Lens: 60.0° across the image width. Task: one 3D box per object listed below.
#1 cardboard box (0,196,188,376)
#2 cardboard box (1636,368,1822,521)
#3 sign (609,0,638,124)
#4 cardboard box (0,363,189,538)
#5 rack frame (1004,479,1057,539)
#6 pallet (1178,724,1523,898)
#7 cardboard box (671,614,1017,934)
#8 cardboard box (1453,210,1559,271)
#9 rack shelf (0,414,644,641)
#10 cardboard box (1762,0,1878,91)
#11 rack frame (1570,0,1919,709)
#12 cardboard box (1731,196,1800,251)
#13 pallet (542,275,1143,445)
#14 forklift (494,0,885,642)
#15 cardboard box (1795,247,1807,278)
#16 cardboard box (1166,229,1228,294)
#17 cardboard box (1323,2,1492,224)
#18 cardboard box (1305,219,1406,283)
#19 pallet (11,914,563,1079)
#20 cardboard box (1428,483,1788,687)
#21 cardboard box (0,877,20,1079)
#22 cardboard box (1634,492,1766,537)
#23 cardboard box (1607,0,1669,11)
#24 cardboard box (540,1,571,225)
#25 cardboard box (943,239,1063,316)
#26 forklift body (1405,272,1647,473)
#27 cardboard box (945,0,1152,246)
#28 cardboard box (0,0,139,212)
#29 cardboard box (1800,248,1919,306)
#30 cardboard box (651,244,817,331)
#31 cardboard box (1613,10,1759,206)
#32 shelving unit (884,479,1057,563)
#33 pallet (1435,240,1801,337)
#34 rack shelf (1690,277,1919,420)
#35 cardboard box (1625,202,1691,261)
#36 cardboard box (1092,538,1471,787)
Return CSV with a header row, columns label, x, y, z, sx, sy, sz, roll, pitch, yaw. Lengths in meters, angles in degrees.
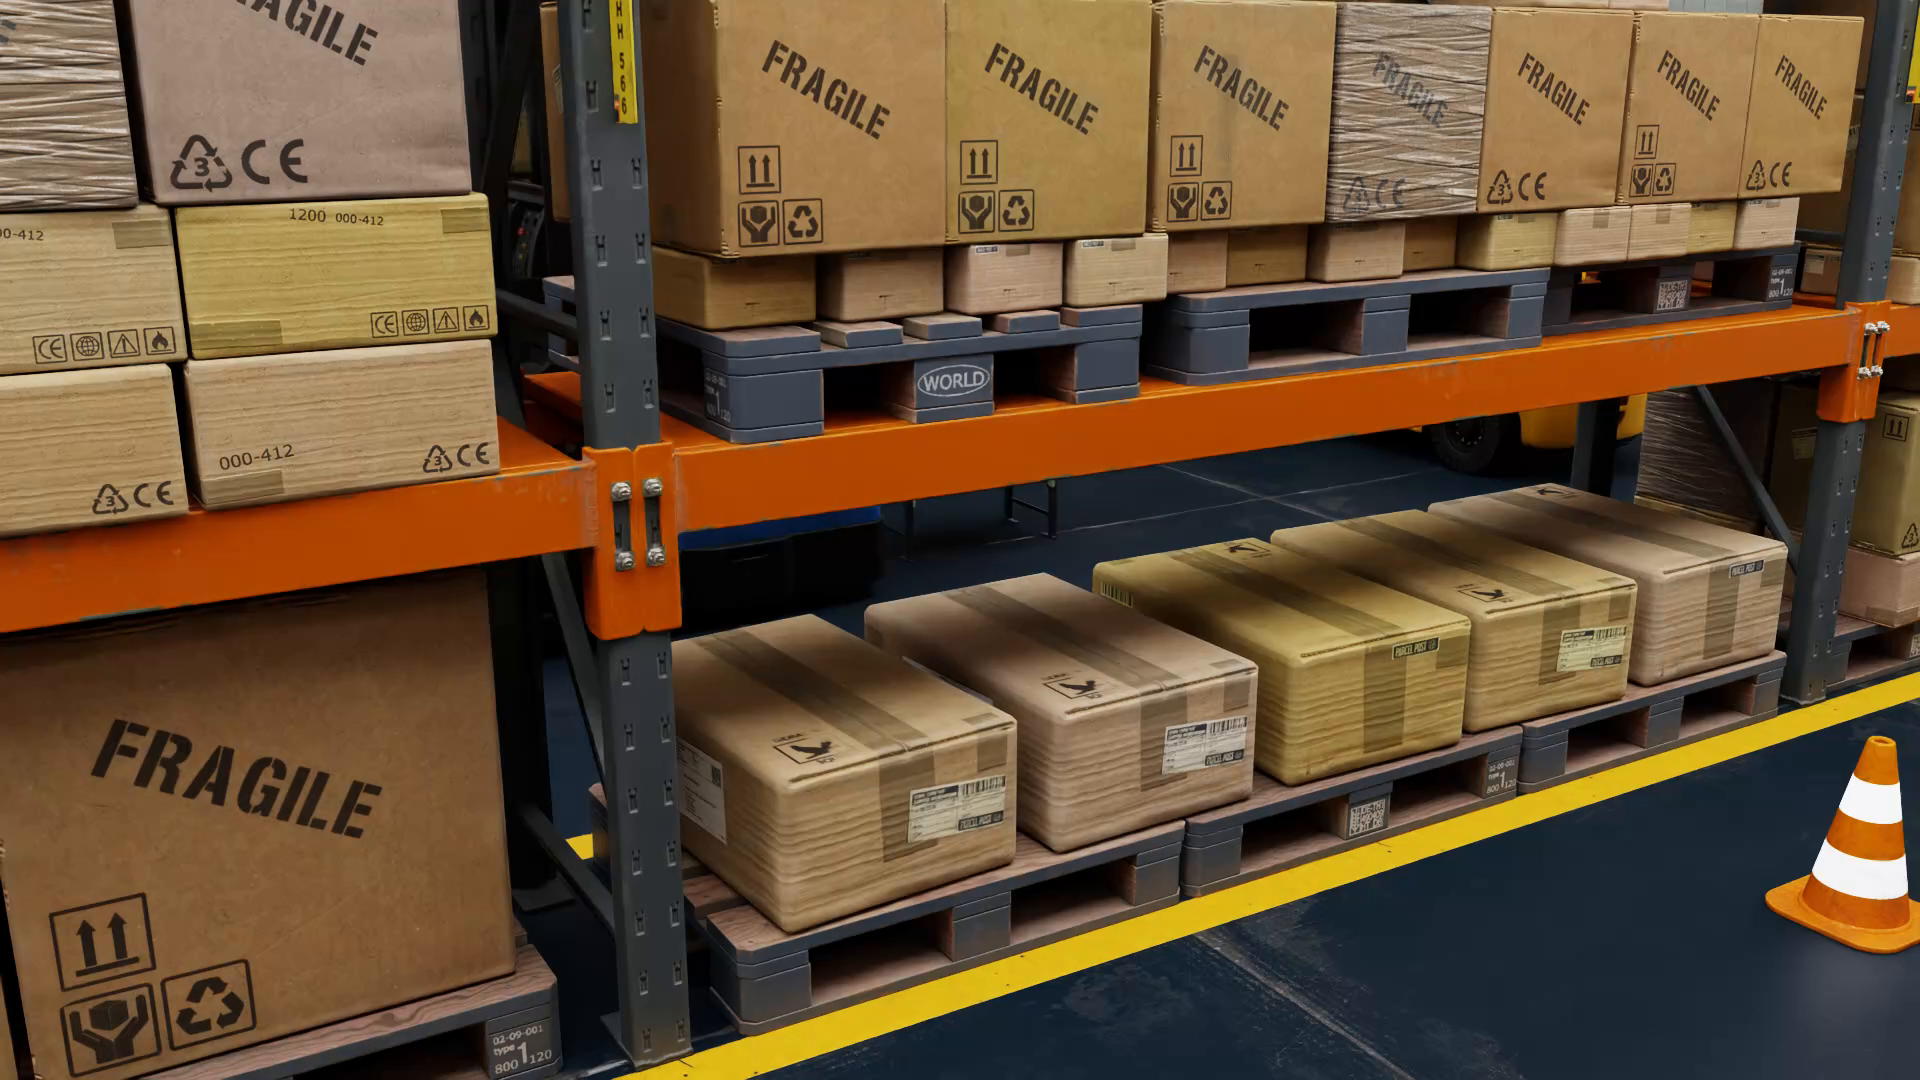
label,x,y,z,sx,sy,sz,roll,pitch,yaw
cardboard box,-1.598,-0.431,2.741,0.500,0.250,0.500,-10,18,-31
cardboard box,2.922,-0.400,6.207,0.500,0.500,0.500,-9,18,-30
sign,-0.587,-0.890,2.883,0.005,0.325,0.100,-9,18,-30
cardboard box,-1.605,-0.183,2.785,0.500,0.250,0.500,-9,18,-29
rack frame,0.319,-0.774,7.392,0.023,1.500,0.400,-9,18,-30
pallet,0.840,0.605,4.860,1.213,0.211,1.003,-9,18,-30
cardboard box,-0.386,0.526,4.066,0.625,0.372,0.950,-11,19,-33
cardboard box,1.372,-0.824,4.480,0.250,0.149,0.380,-9,18,-30
rack shelf,-2.590,0.164,2.601,4.000,0.370,1.077,-9,18,-30
cardboard box,3.042,-1.700,5.330,0.500,0.500,0.700,-9,18,-30
rack frame,2.553,-1.017,5.479,0.127,3.000,1.000,-9,18,-30
cardboard box,2.254,-0.963,4.974,0.250,0.149,0.380,-9,18,-29
pallet,-0.320,-0.492,3.963,1.003,0.211,1.213,-9,18,-30
forklift,-1.830,-1.104,5.917,3.031,2.935,1.130,-9,18,-30
cardboard box,2.882,-1.047,6.054,0.250,0.149,0.380,-9,18,-28
cardboard box,0.429,-0.688,3.994,0.250,0.149,0.380,-8,18,-26
cardboard box,0.957,-1.080,4.192,0.500,0.500,0.500,-10,19,-32
cardboard box,0.909,-0.757,4.242,0.250,0.149,0.380,-9,18,-28
pallet,-1.590,0.974,3.543,1.213,0.211,1.003,-9,18,-30
cardboard box,2.105,0.120,5.515,0.625,0.372,0.950,-9,18,-29
cardboard box,-2.277,0.560,3.013,0.875,0.875,0.875,-9,18,-29
cardboard box,2.921,-0.039,6.309,0.500,0.250,0.500,-8,18,-27
cardboard box,1.690,-1.507,4.514,0.250,0.149,0.380,-10,18,-31
cardboard box,-0.629,-0.982,3.840,0.500,0.500,0.500,-10,18,-31
cardboard box,0.017,-0.603,3.691,0.250,0.149,0.380,-11,19,-33
forklift body,2.736,-1.626,9.226,1.214,2.155,2.313,-9,18,-30
cardboard box,0.072,-0.937,3.682,0.500,0.500,0.500,-8,18,-27
cardboard box,-1.620,-0.785,2.614,0.500,0.500,0.500,-9,18,-29
cardboard box,2.988,-0.865,5.405,0.250,0.149,0.380,-9,18,-30
cardboard box,-0.501,-0.544,3.481,0.250,0.149,0.380,-10,19,-33
cardboard box,1.851,-1.224,4.704,0.500,0.500,0.500,-9,18,-29
shelving unit,0.006,-0.723,7.211,0.755,1.500,0.431,-9,18,-30
pallet,1.823,-0.852,5.246,1.213,0.211,1.003,-9,18,-30
rack shelf,4.267,-0.948,6.568,4.000,0.370,1.077,-9,18,-30
cardboard box,1.816,-0.886,4.700,0.250,0.149,0.380,-10,18,-31
cardboard box,0.895,0.318,4.810,0.625,0.372,0.950,-9,18,-28
